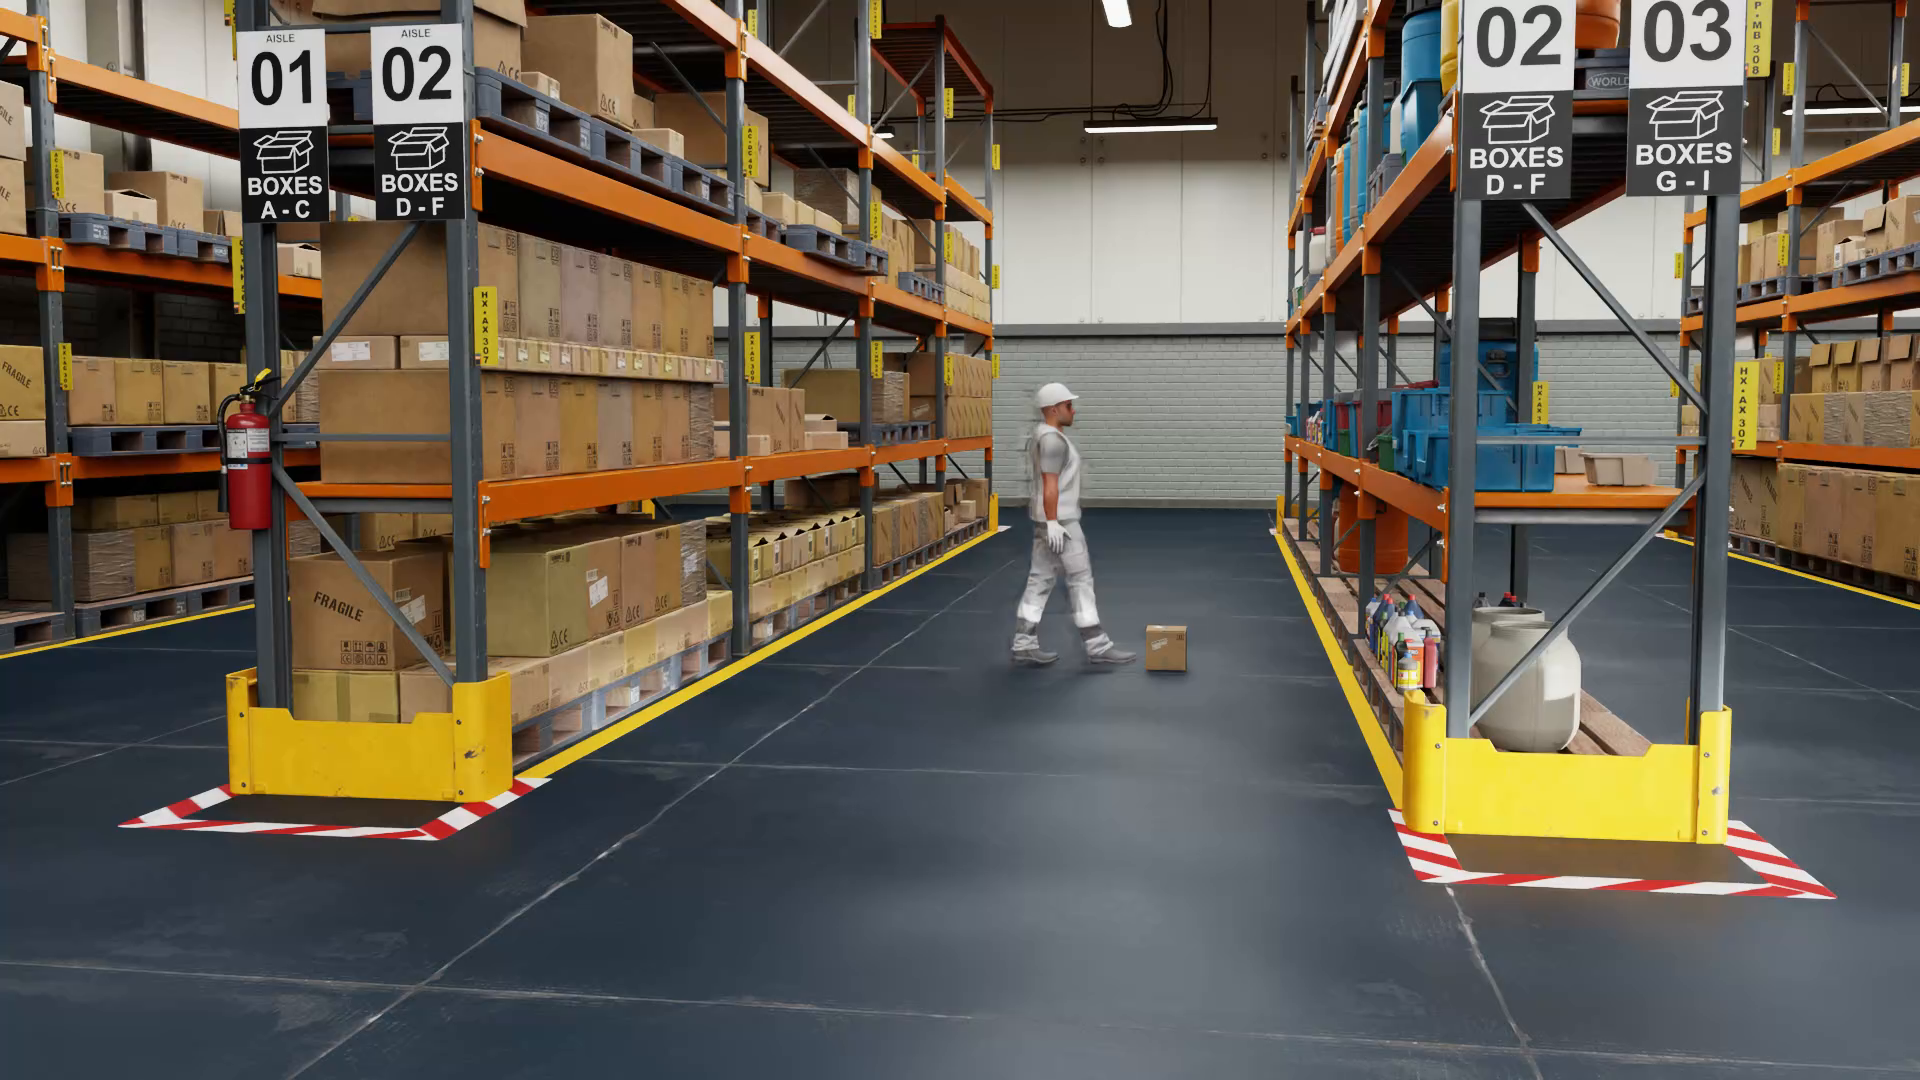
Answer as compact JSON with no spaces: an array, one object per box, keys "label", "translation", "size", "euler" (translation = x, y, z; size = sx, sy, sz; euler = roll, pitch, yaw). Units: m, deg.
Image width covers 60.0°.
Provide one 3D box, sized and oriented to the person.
[{"label":"person","translation":[0.712,-0.104,10.544],"size":[0.760,1.778,0.544],"euler":[-1,4,-8]}]
